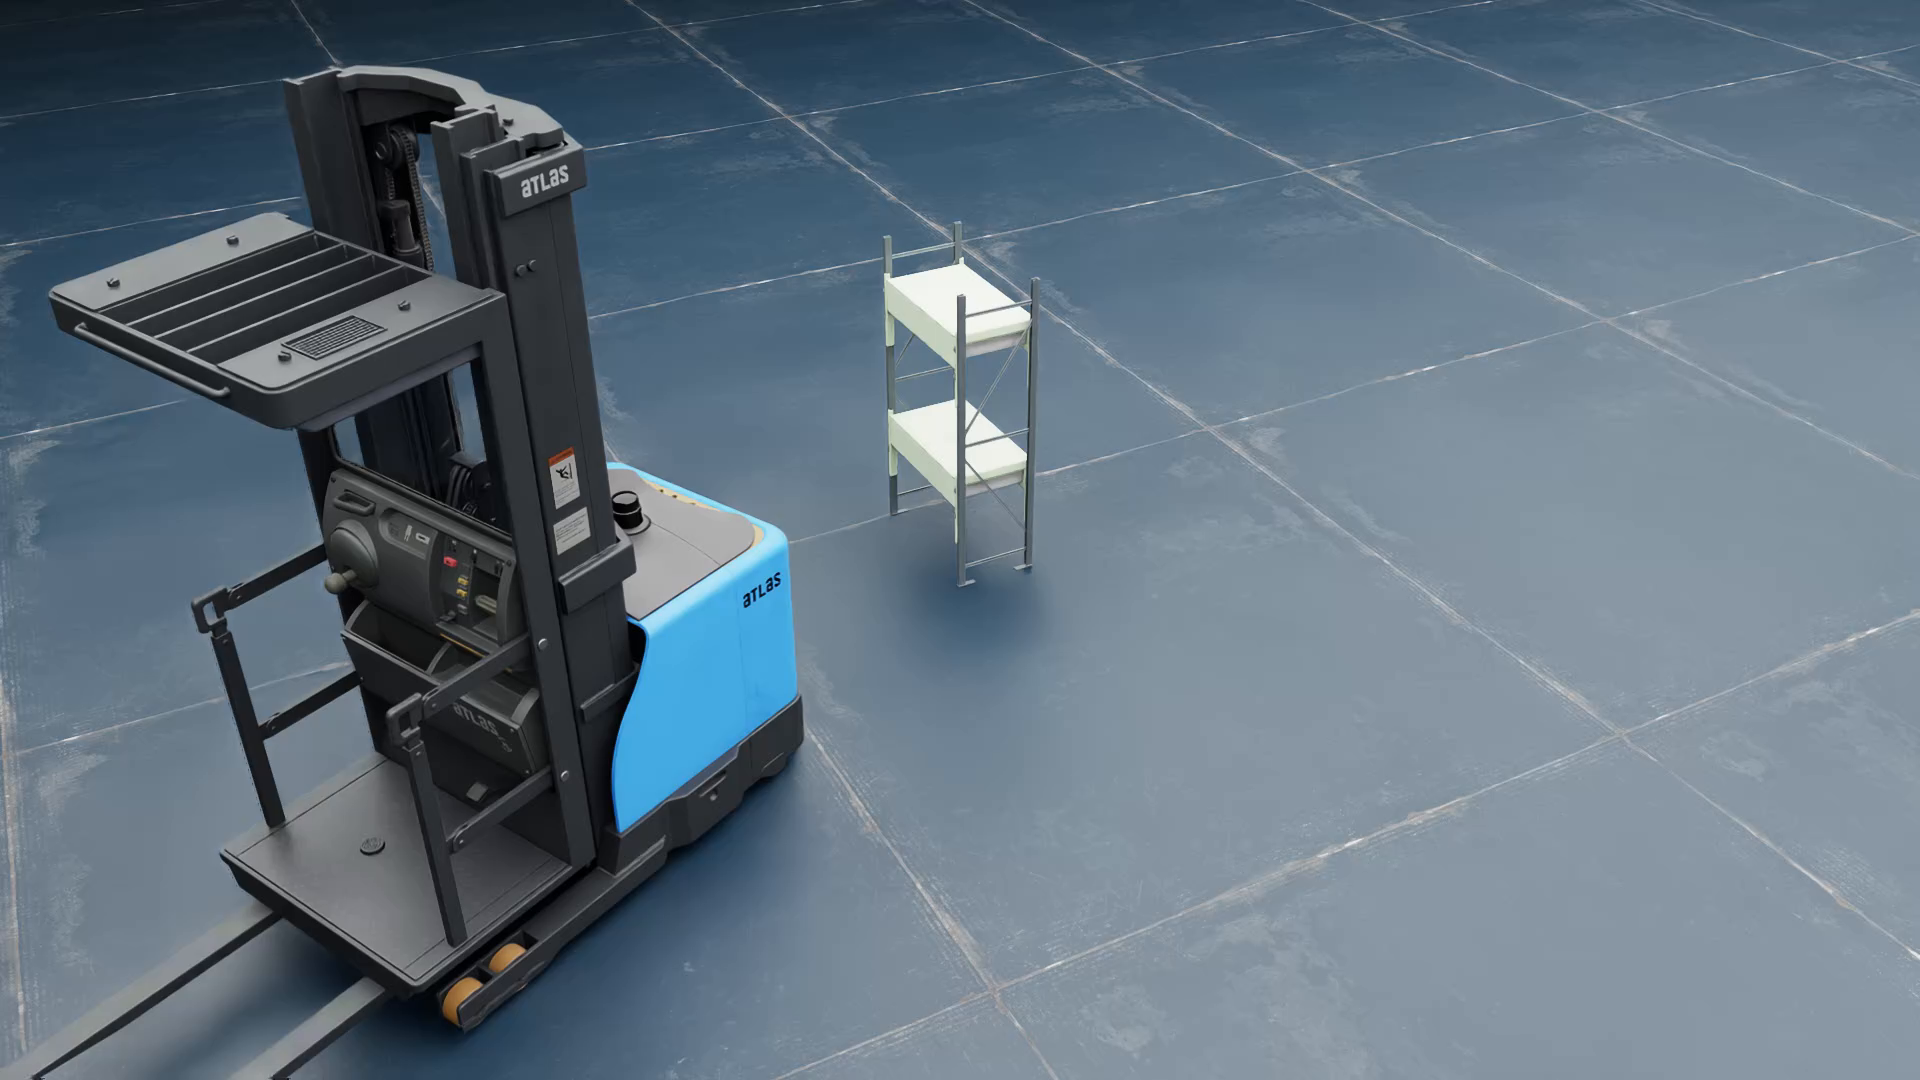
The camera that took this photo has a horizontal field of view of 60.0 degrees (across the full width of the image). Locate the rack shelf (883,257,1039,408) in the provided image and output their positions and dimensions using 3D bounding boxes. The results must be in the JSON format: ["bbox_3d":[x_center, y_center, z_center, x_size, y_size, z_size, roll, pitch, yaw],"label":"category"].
[{"bbox_3d":[-0.003,-0.963,7.640,0.431,0.370,0.720,-16,36,-23],"label":"rack shelf"}]

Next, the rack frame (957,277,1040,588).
[{"bbox_3d":[0.168,-0.460,7.578,0.400,1.500,0.023,-16,36,-23],"label":"rack frame"}]

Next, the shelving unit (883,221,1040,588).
[{"bbox_3d":[-0.003,-0.635,7.850,0.431,1.500,0.755,-16,36,-23],"label":"shelving unit"}]

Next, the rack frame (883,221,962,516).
[{"bbox_3d":[-0.174,-0.809,8.123,0.400,1.500,0.023,-16,36,-23],"label":"rack frame"}]

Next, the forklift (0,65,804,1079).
[{"bbox_3d":[-1.909,0.127,5.335,1.130,2.935,3.031,21,38,30],"label":"forklift"}]

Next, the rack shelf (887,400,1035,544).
[{"bbox_3d":[-0.003,-0.360,8.026,0.431,0.370,0.720,-16,36,-23],"label":"rack shelf"}]
